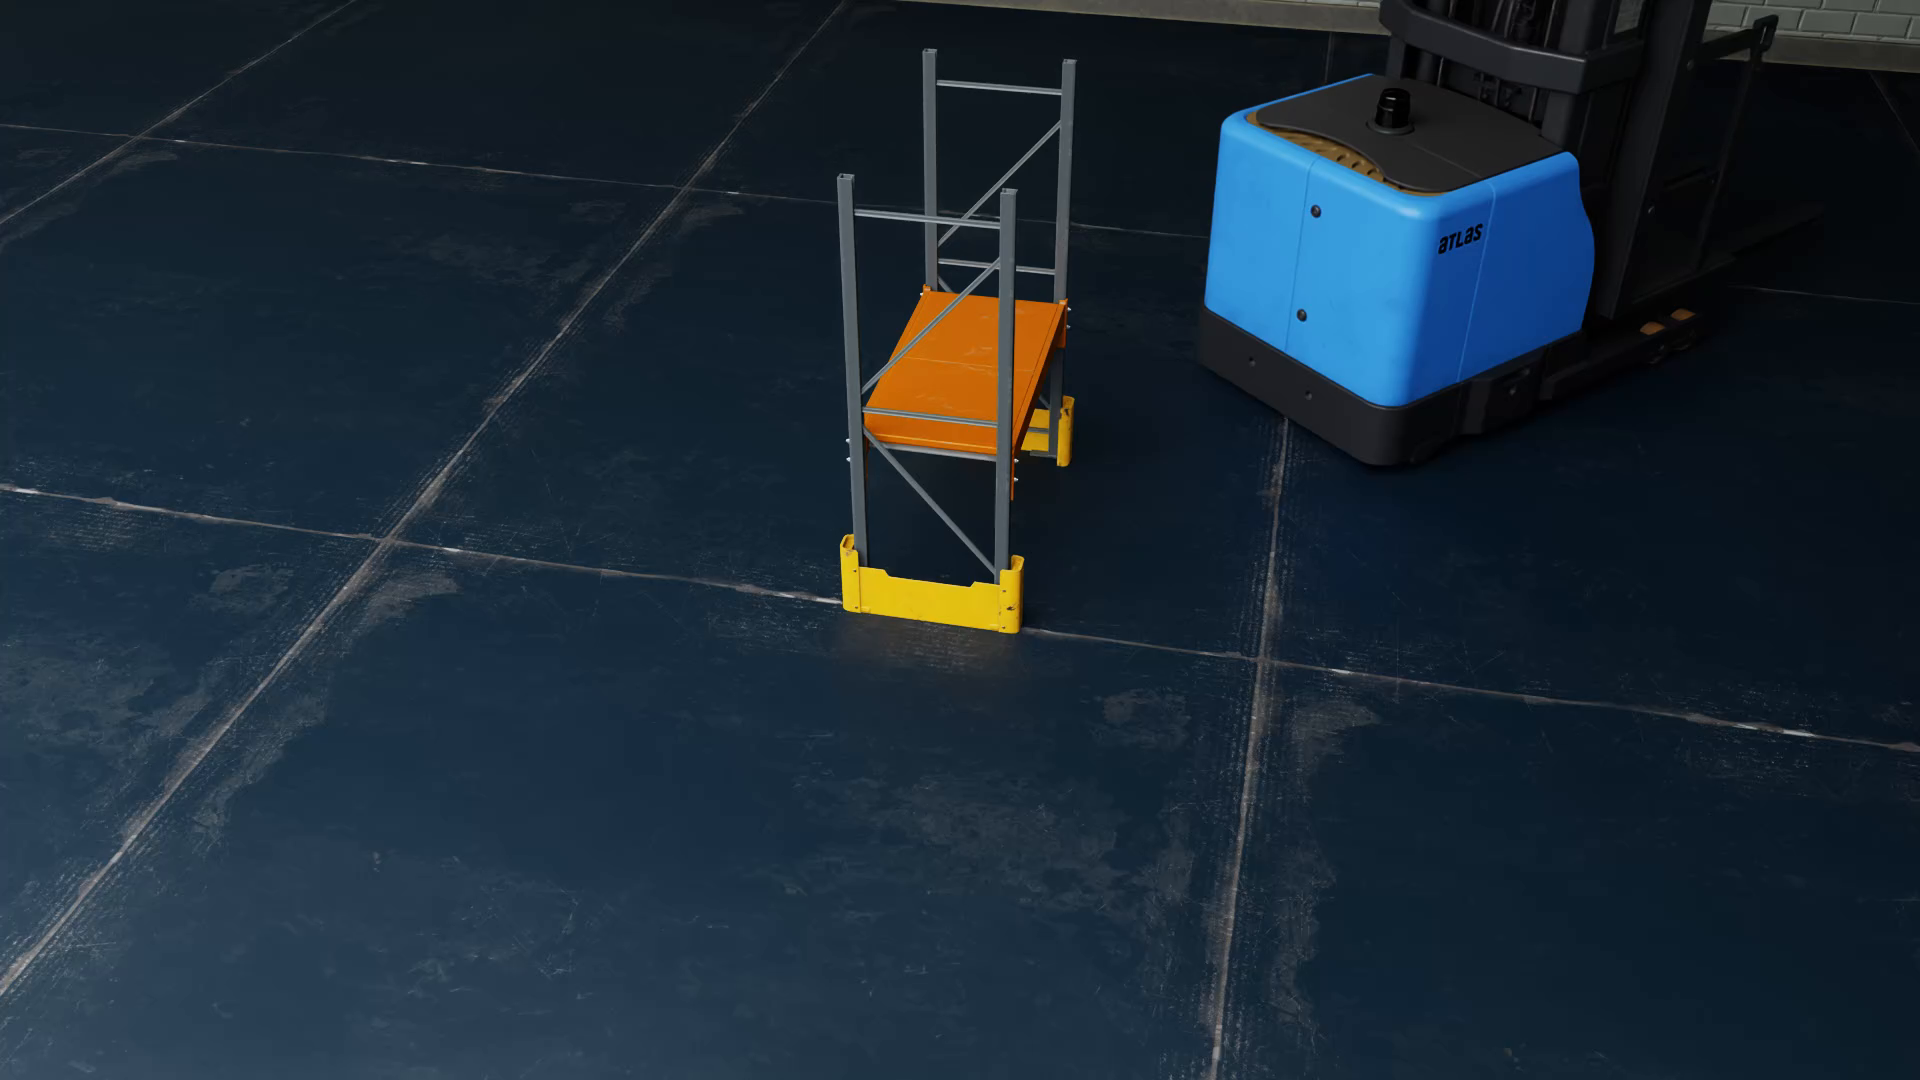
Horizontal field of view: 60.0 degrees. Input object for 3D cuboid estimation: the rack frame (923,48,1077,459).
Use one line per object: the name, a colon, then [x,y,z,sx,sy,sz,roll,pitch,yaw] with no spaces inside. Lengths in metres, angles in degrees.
rack frame: [0.127,-0.948,5.779,0.500,1.500,0.032,7,37,10]

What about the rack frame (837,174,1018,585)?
rack frame: [-0.090,-0.365,4.975,0.500,1.500,0.032,7,37,10]

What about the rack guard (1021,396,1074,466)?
rack guard: [0.123,-0.430,6.131,0.587,0.250,0.087,7,37,10]

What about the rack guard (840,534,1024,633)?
rack guard: [-0.090,0.141,5.343,0.587,0.250,0.087,7,37,10]

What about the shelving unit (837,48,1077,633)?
shelving unit: [0.016,-0.651,5.370,0.587,1.500,1.083,7,37,10]

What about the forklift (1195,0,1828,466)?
forklift: [2.437,-2.133,6.195,3.031,2.935,1.130,-22,42,-28]

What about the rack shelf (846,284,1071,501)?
rack shelf: [0.018,-0.511,5.483,0.538,0.185,1.000,7,37,10]
